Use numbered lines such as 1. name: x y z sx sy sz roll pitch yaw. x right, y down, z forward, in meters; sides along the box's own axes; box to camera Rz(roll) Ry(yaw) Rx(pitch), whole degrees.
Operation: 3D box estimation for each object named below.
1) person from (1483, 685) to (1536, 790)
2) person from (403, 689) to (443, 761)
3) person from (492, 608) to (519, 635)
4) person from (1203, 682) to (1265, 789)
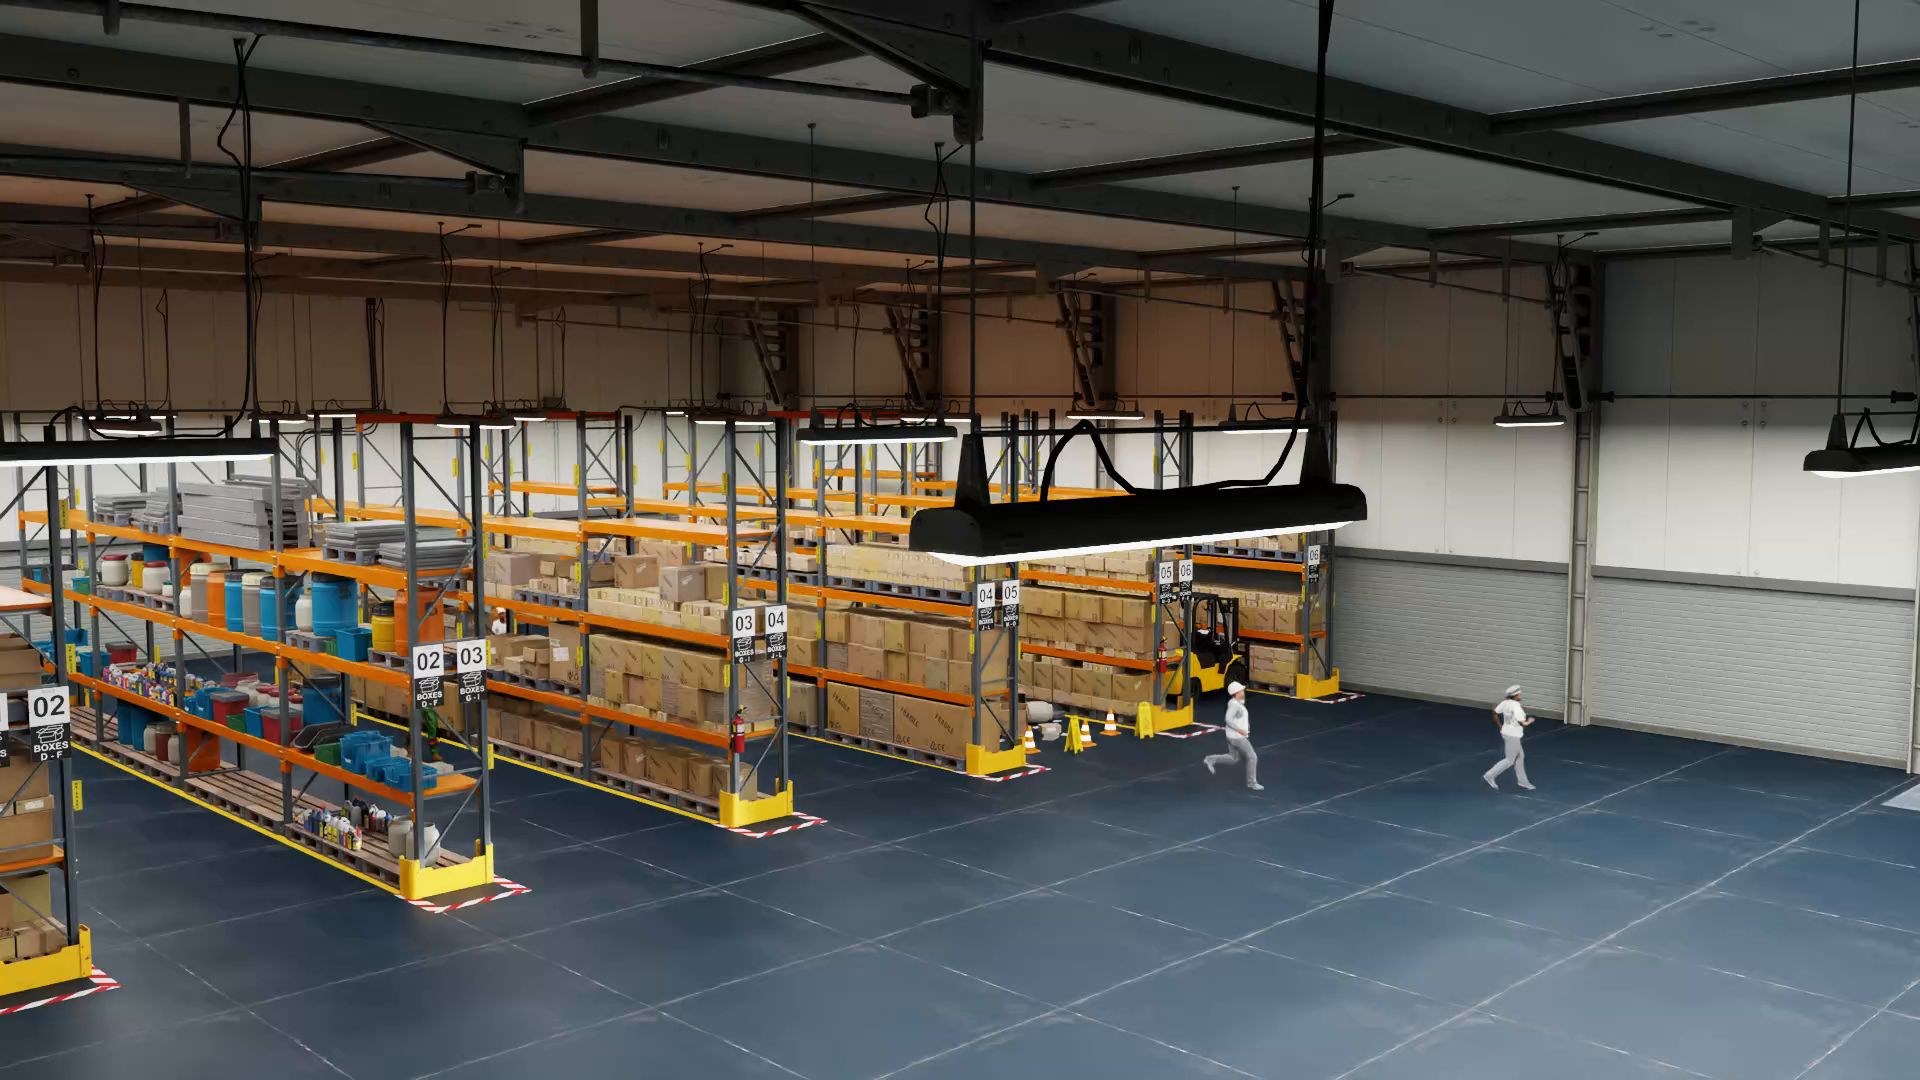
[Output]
1. person: 8.801 3.156 26.575 0.901 1.702 0.604 0 5 -3
2. person: -9.316 2.916 28.831 0.998 1.765 0.668 5 7 43
3. person: -9.873 2.334 36.159 0.710 1.759 0.690 -3 6 -32
4. person: 4.428 3.160 26.816 0.979 1.757 0.643 0 5 0
